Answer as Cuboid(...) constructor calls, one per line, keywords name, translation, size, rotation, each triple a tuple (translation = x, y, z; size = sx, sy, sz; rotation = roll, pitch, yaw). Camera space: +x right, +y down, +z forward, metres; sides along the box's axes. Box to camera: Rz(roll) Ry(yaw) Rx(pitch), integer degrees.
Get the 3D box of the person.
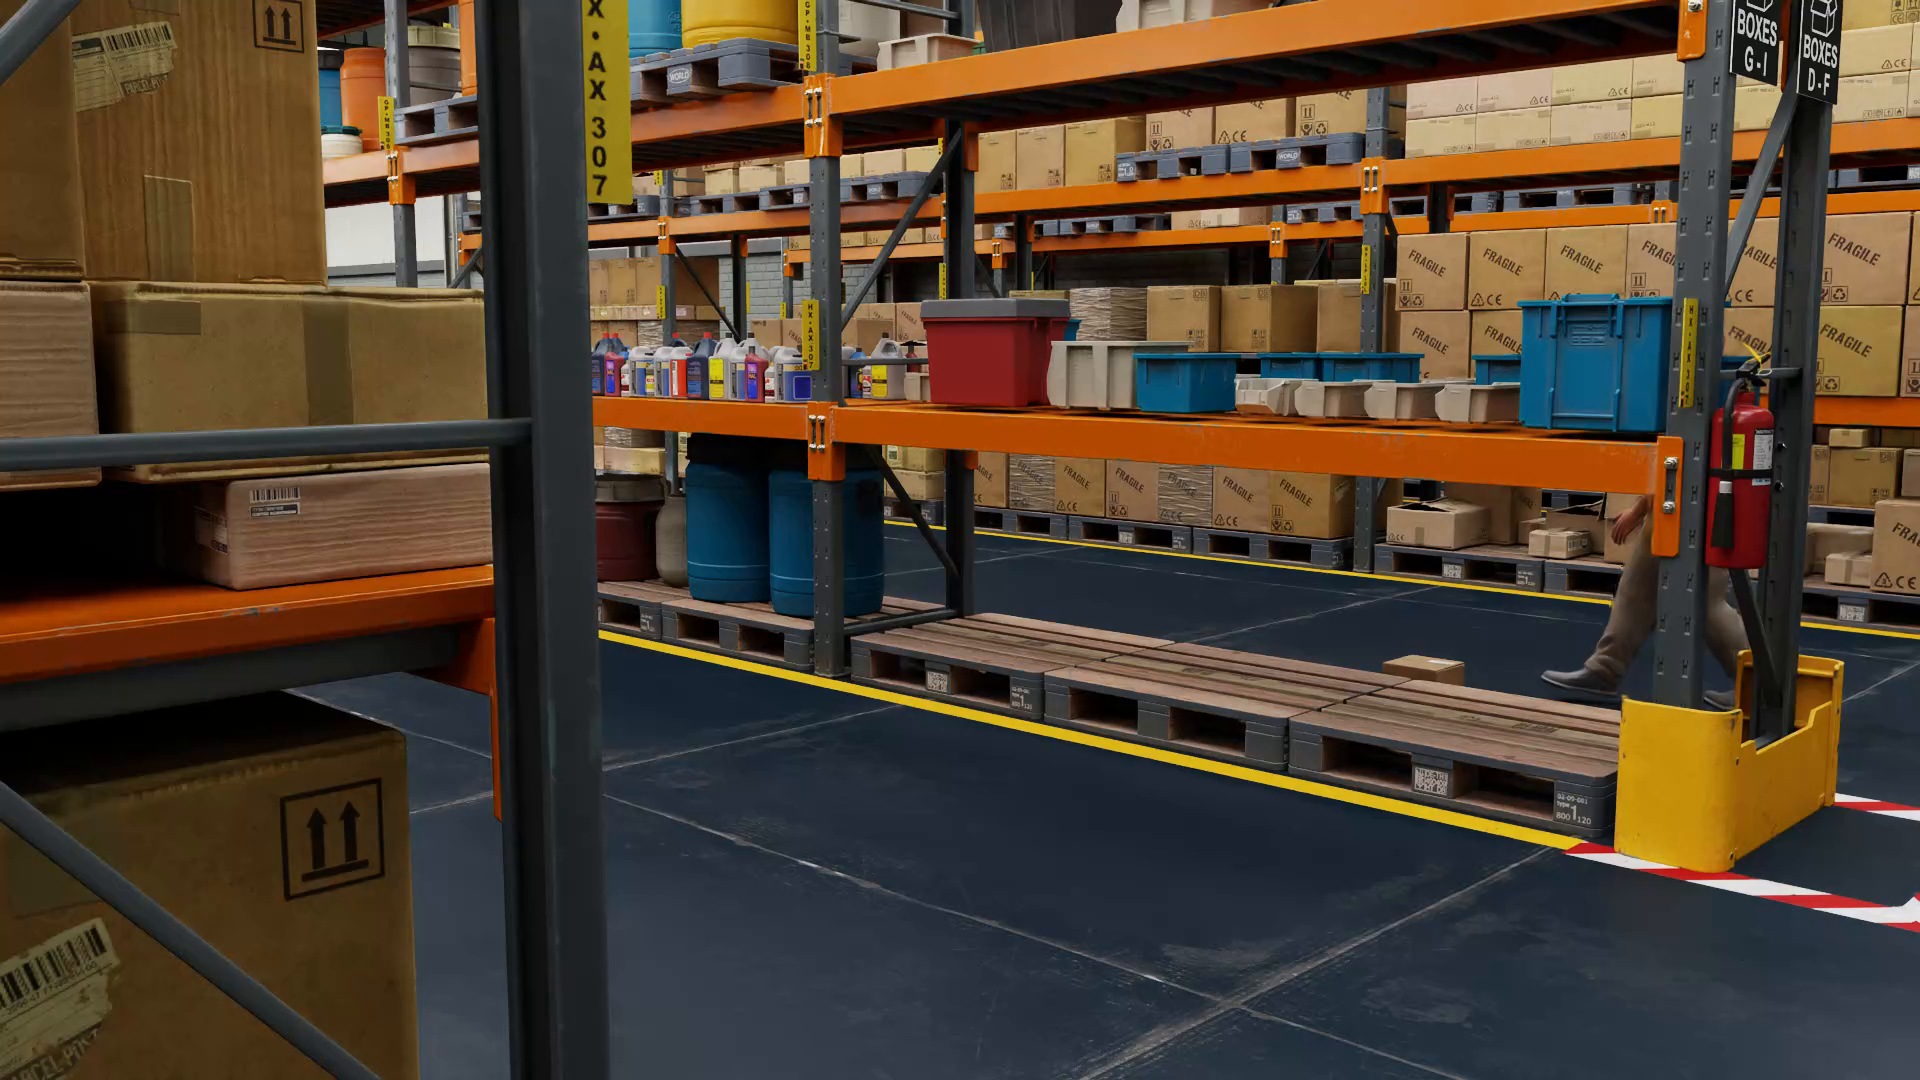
Cuboid(name="person", translation=(3.038, -0.107, 7.161), size=(0.976, 1.665, 0.632), rotation=(3, 8, 24))
